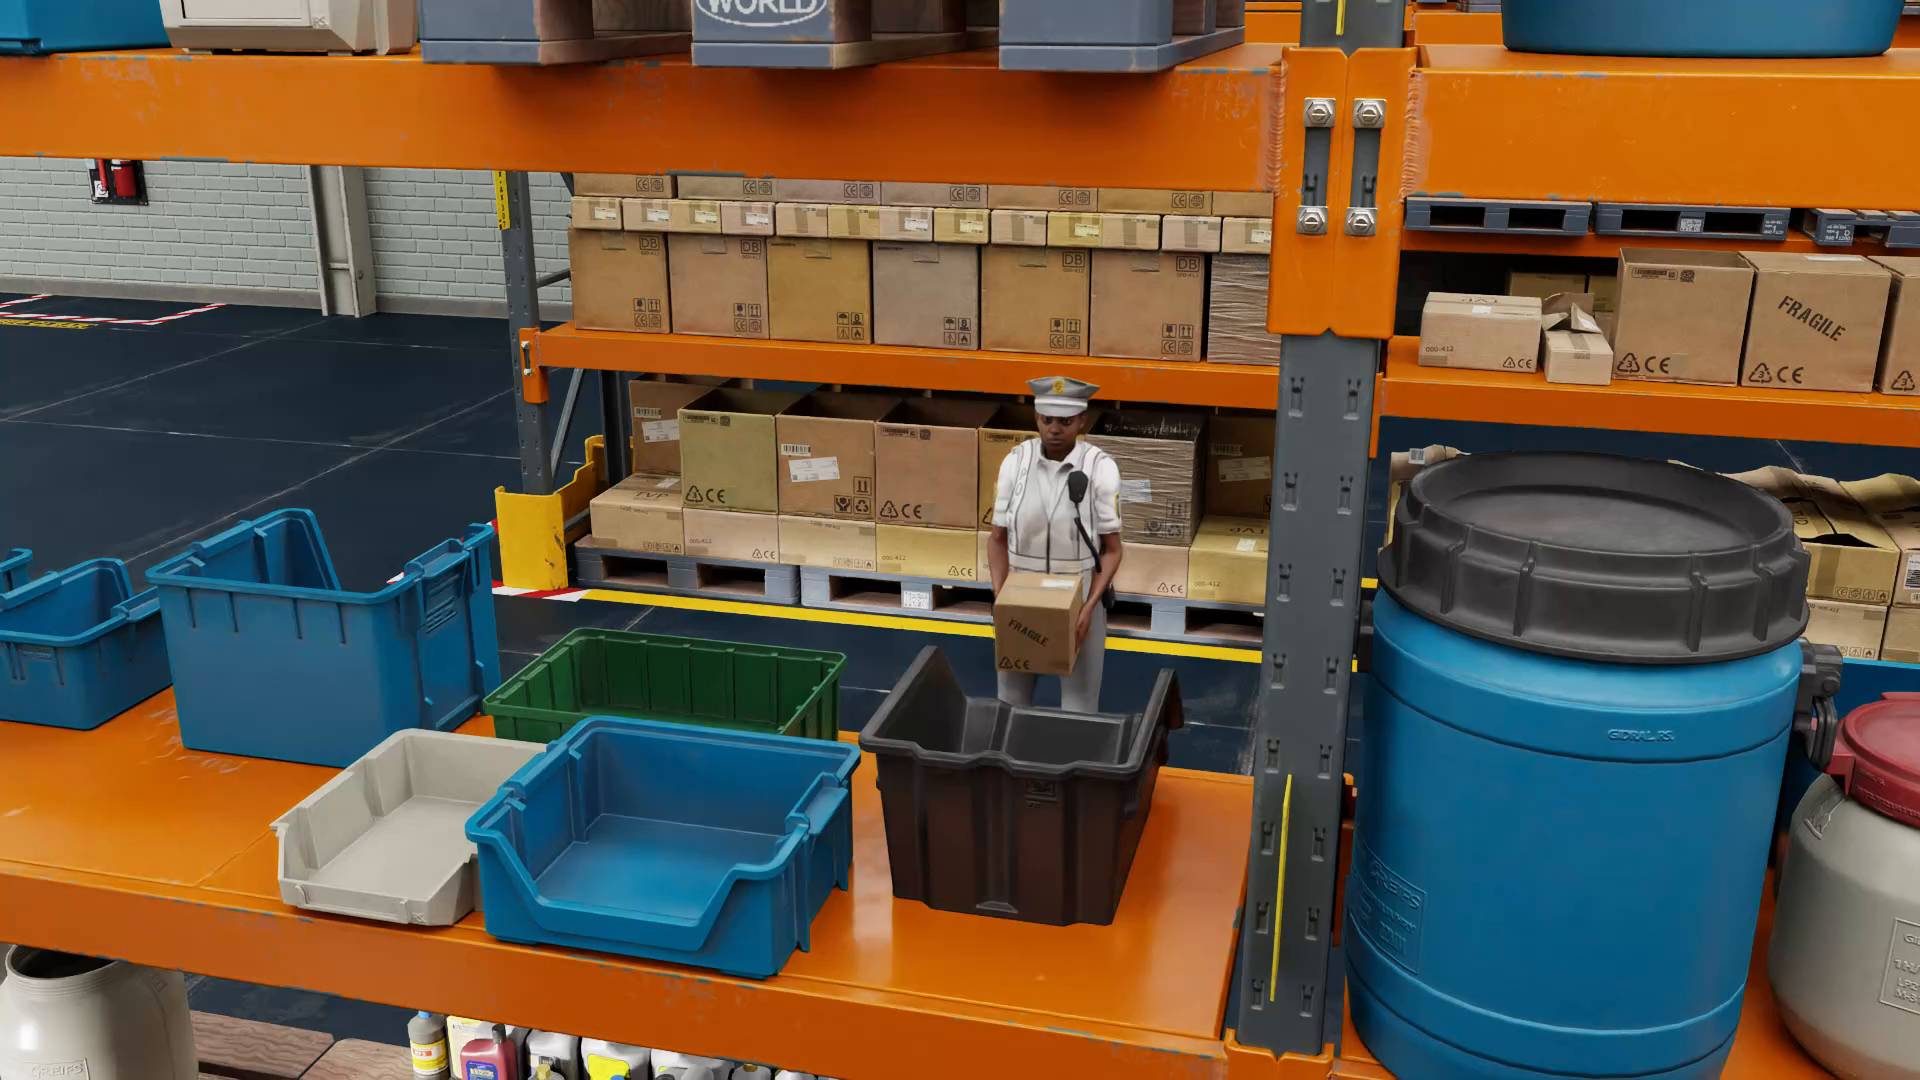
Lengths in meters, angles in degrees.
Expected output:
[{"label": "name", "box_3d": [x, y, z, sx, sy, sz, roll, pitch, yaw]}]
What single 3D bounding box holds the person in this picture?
[{"label": "person", "box_3d": [0.315, 0.253, 5.750, 0.474, 1.689, 0.466, 4, 19, 13]}]
